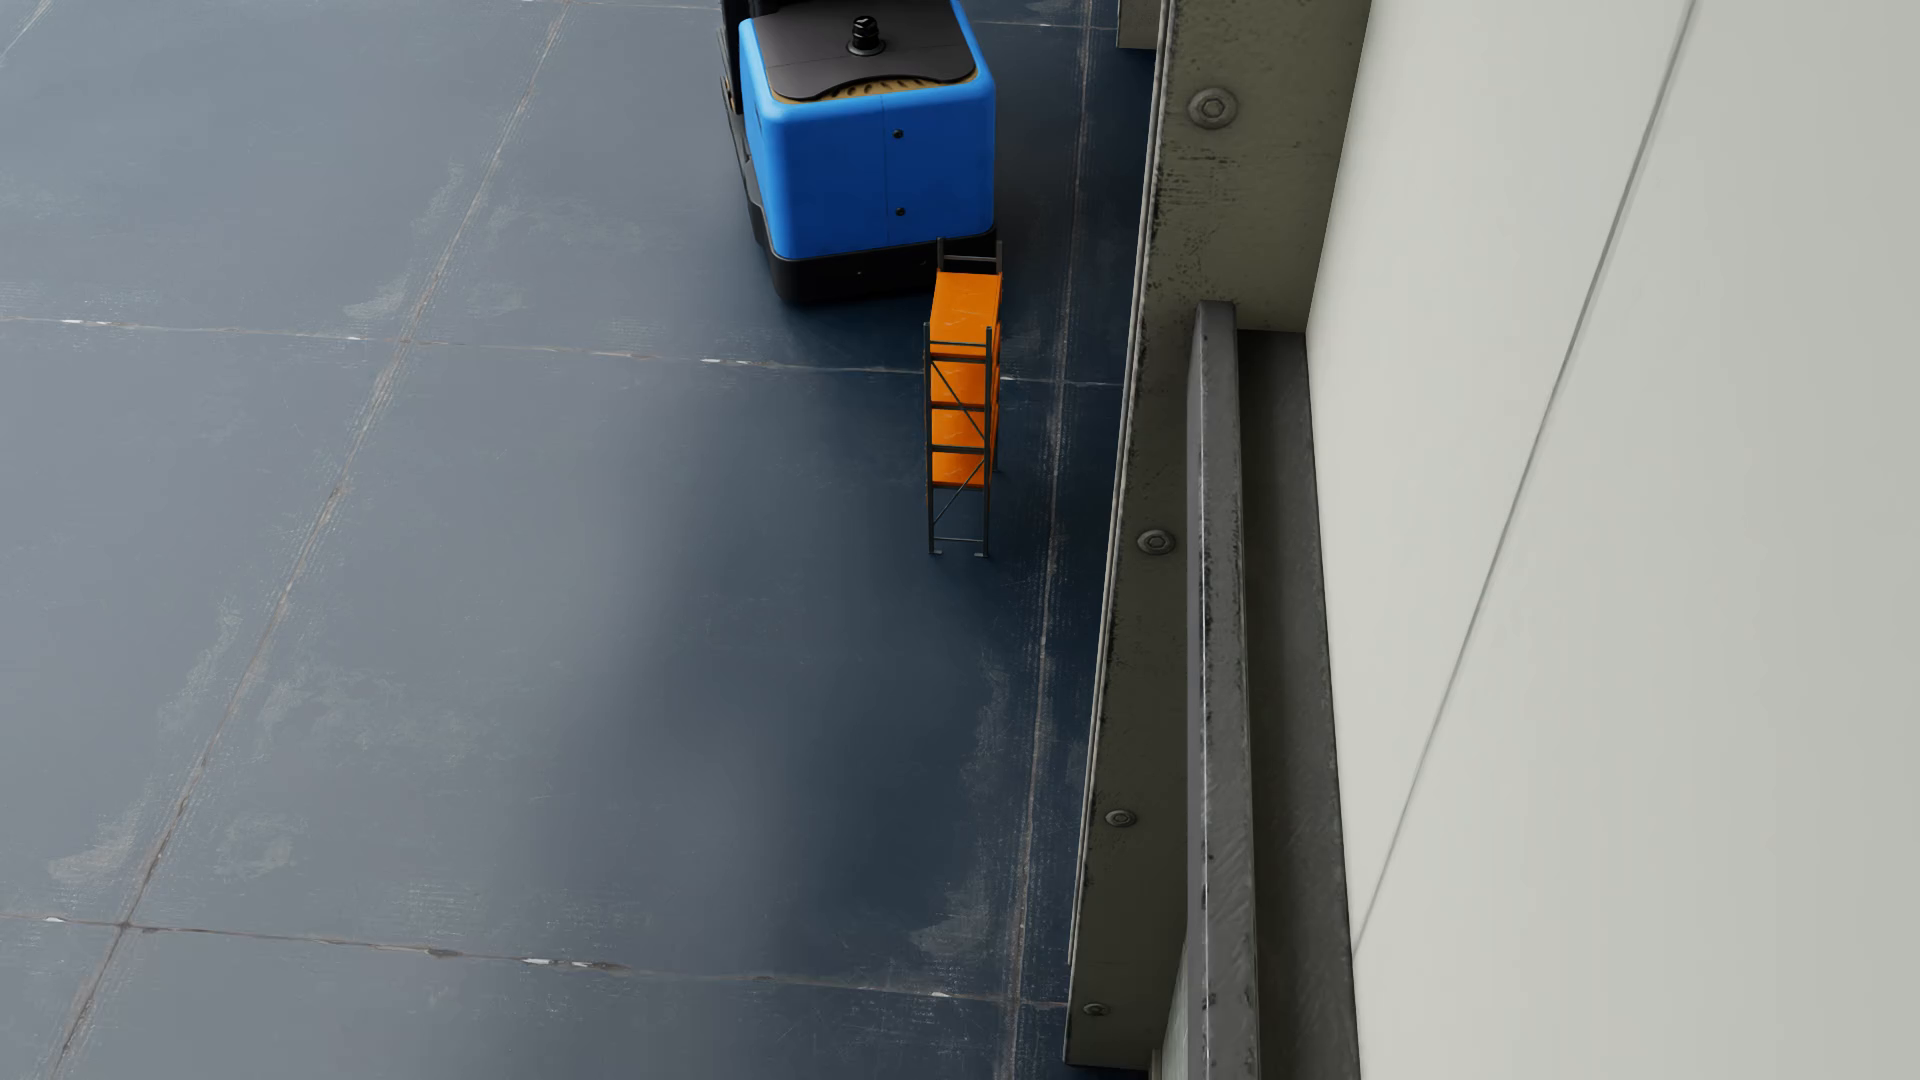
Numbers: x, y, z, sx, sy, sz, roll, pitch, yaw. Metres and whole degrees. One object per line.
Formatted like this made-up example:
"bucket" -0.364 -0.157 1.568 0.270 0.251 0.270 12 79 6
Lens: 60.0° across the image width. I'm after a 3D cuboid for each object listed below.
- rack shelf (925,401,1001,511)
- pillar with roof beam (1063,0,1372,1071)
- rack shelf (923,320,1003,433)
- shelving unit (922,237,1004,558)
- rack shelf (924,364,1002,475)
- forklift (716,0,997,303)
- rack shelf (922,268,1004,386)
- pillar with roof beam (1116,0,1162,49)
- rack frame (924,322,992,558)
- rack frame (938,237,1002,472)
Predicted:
"rack shelf" 0.015 -0.347 6.641 0.258 0.148 0.480 4 48 4
"pillar with roof beam" -3.790 -1.807 2.330 9.100 9.000 0.400 4 48 4
"rack shelf" 0.015 -0.632 6.329 0.258 0.148 0.480 4 48 4
"shelving unit" 0.015 -0.527 6.444 0.258 1.200 0.503 4 48 4
"rack shelf" 0.015 -0.481 6.494 0.258 0.148 0.480 4 48 4
"forklift" -0.653 -3.196 7.713 1.130 2.935 3.031 -9 48 -9
"rack shelf" 0.015 -0.792 6.154 0.258 0.148 0.480 4 48 4
"pillar with roof beam" -3.243 -6.216 6.363 9.100 9.000 0.400 4 48 4
"rack frame" -0.007 -0.347 6.280 0.240 1.200 0.015 4 48 4
"rack frame" 0.037 -0.706 6.608 0.240 1.200 0.015 4 48 4
